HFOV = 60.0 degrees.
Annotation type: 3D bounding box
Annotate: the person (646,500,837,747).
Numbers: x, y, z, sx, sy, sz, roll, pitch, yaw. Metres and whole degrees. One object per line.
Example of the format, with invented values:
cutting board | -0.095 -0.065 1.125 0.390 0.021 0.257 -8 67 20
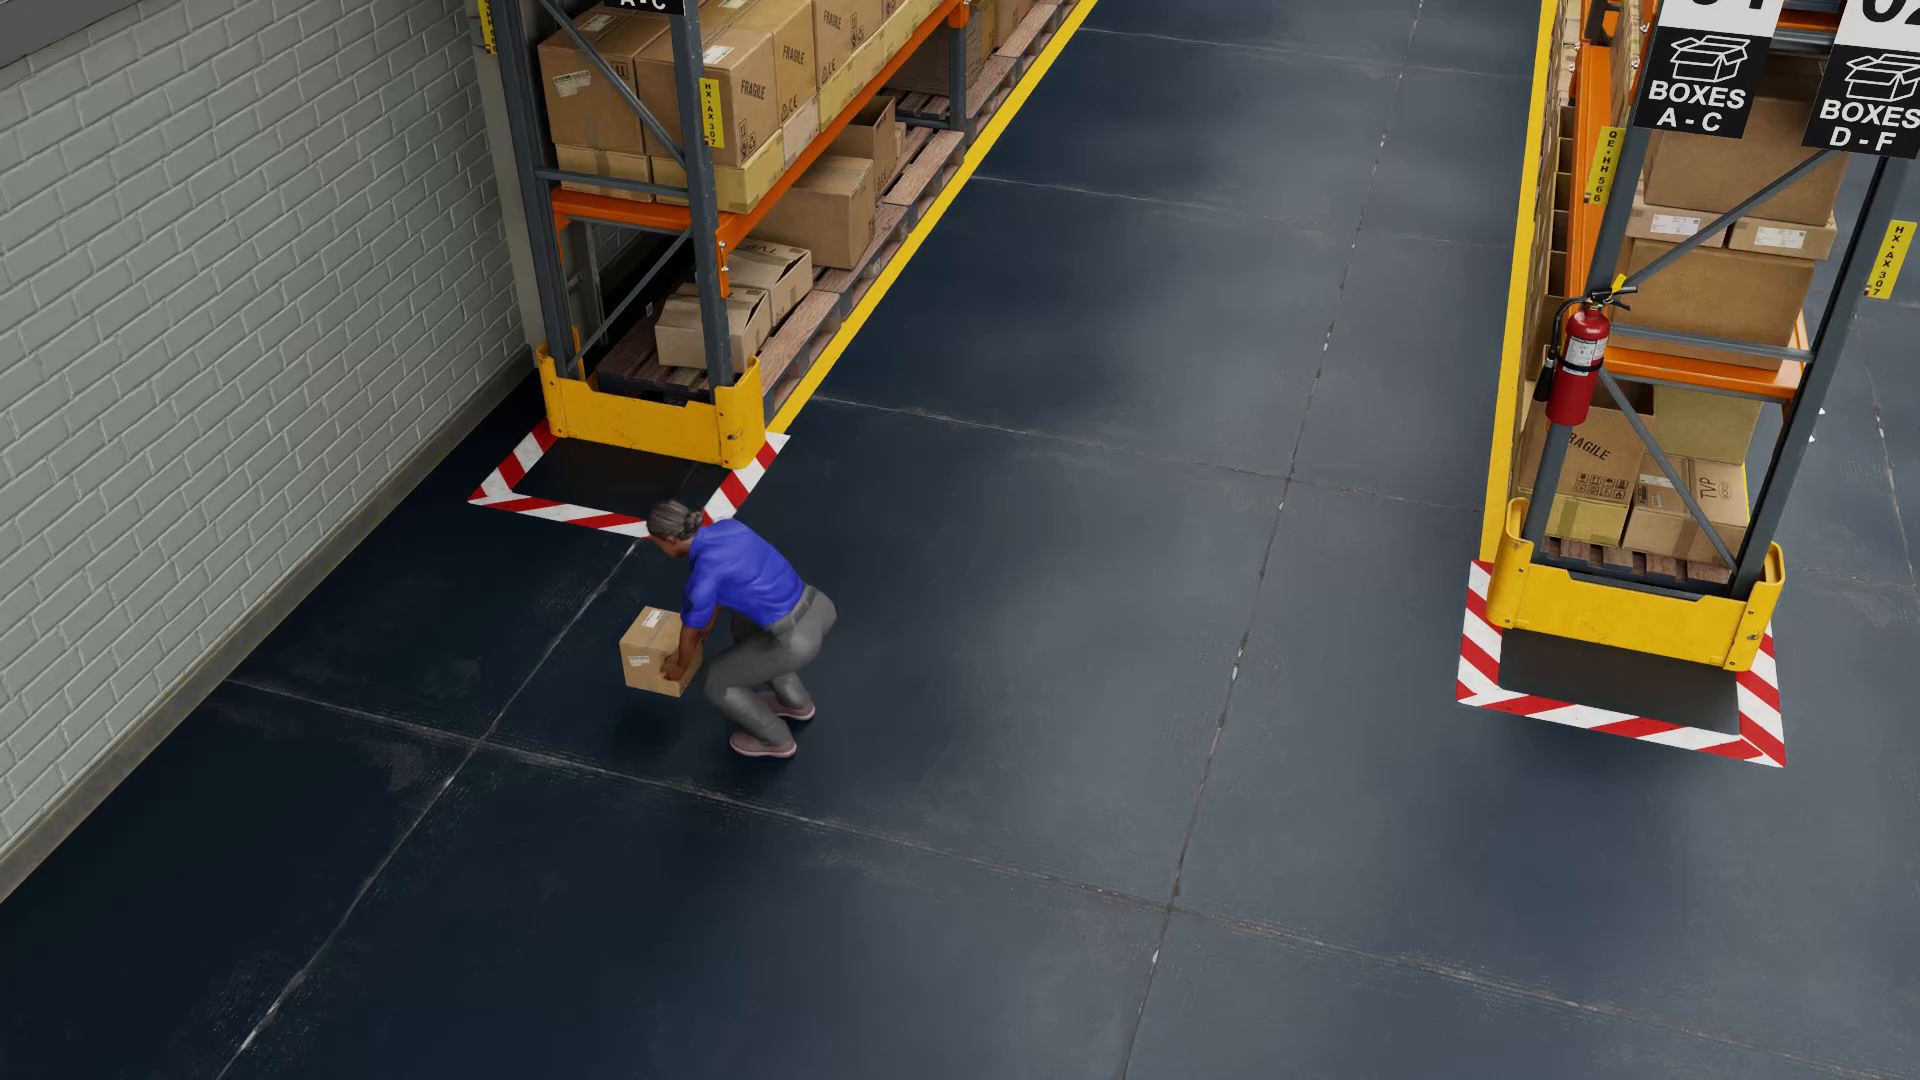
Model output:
person | -0.887 0.342 6.808 0.726 1.112 0.501 11 39 14
